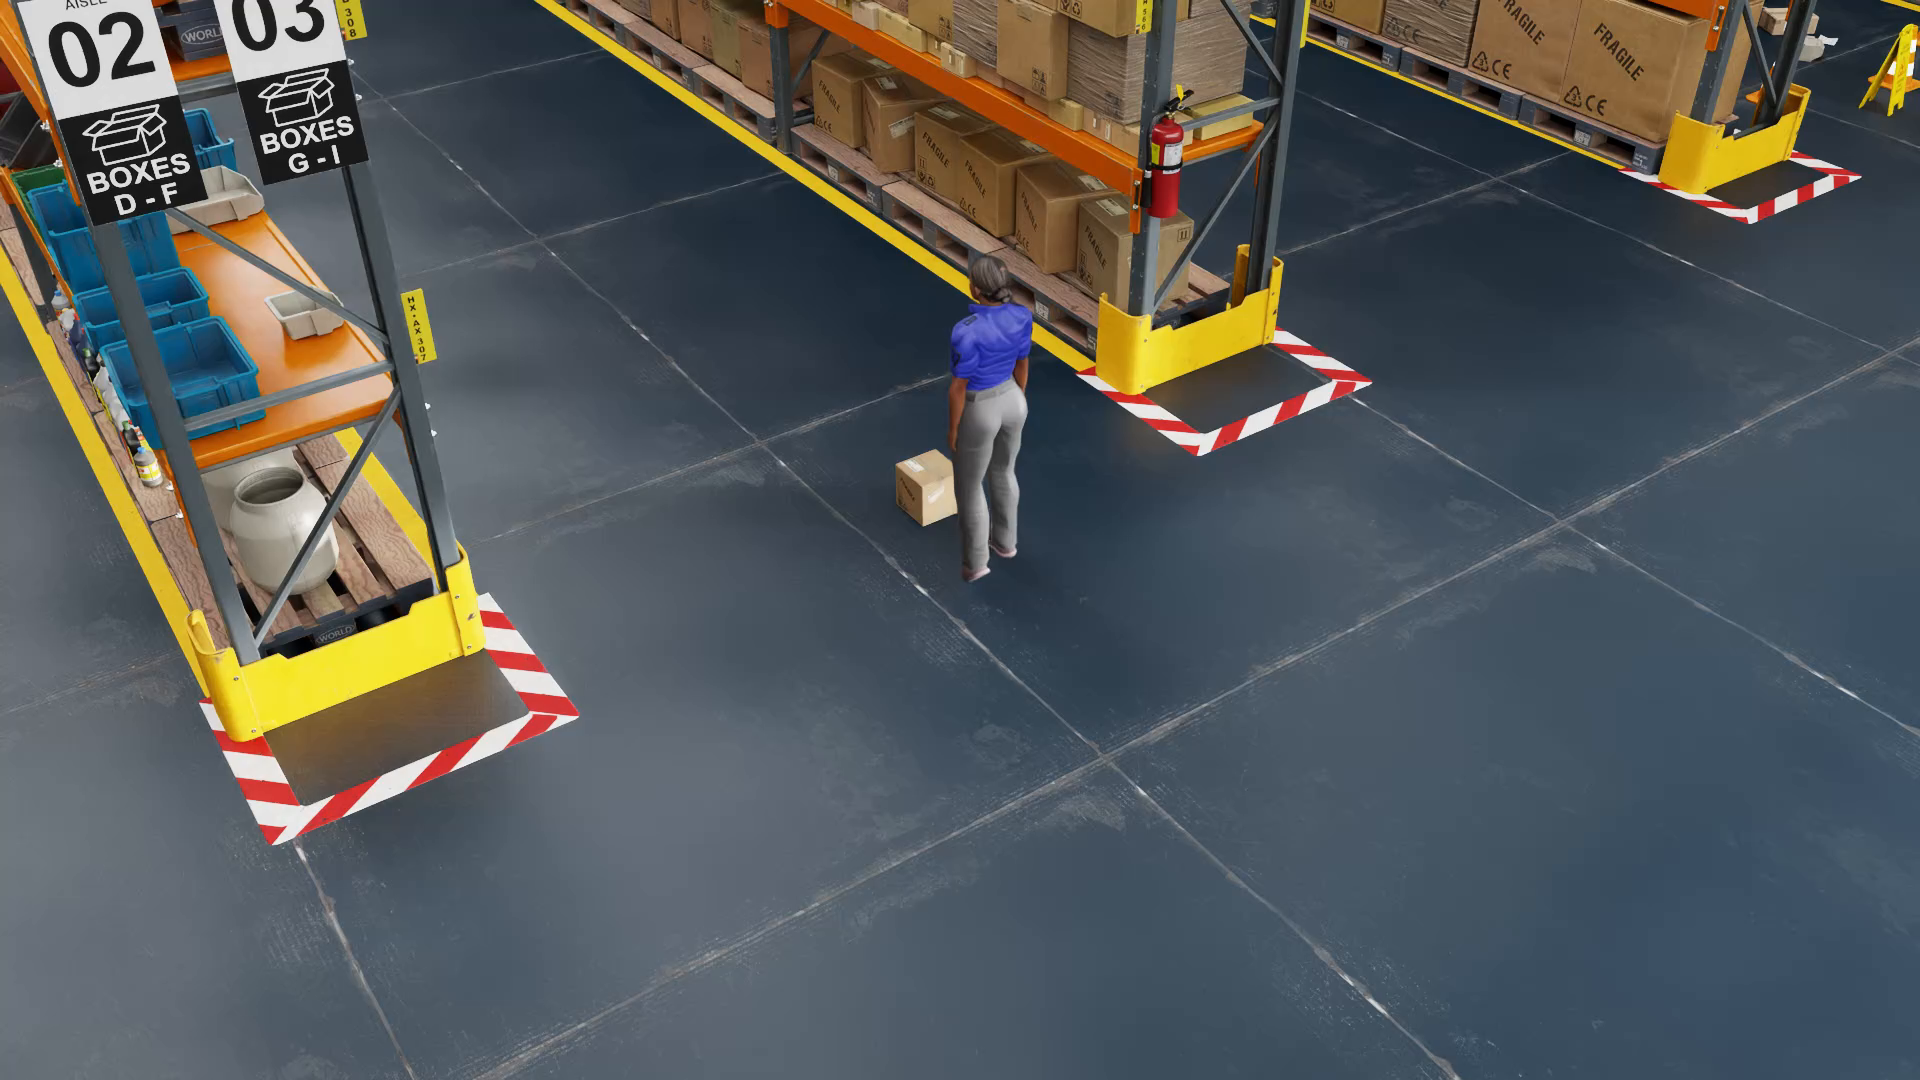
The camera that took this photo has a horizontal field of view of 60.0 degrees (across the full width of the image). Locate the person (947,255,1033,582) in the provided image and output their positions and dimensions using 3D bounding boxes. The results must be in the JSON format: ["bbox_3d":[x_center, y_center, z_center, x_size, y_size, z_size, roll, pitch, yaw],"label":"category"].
[{"bbox_3d":[0.118,-0.552,7.828,0.443,1.749,0.370,-22,42,-27],"label":"person"}]
